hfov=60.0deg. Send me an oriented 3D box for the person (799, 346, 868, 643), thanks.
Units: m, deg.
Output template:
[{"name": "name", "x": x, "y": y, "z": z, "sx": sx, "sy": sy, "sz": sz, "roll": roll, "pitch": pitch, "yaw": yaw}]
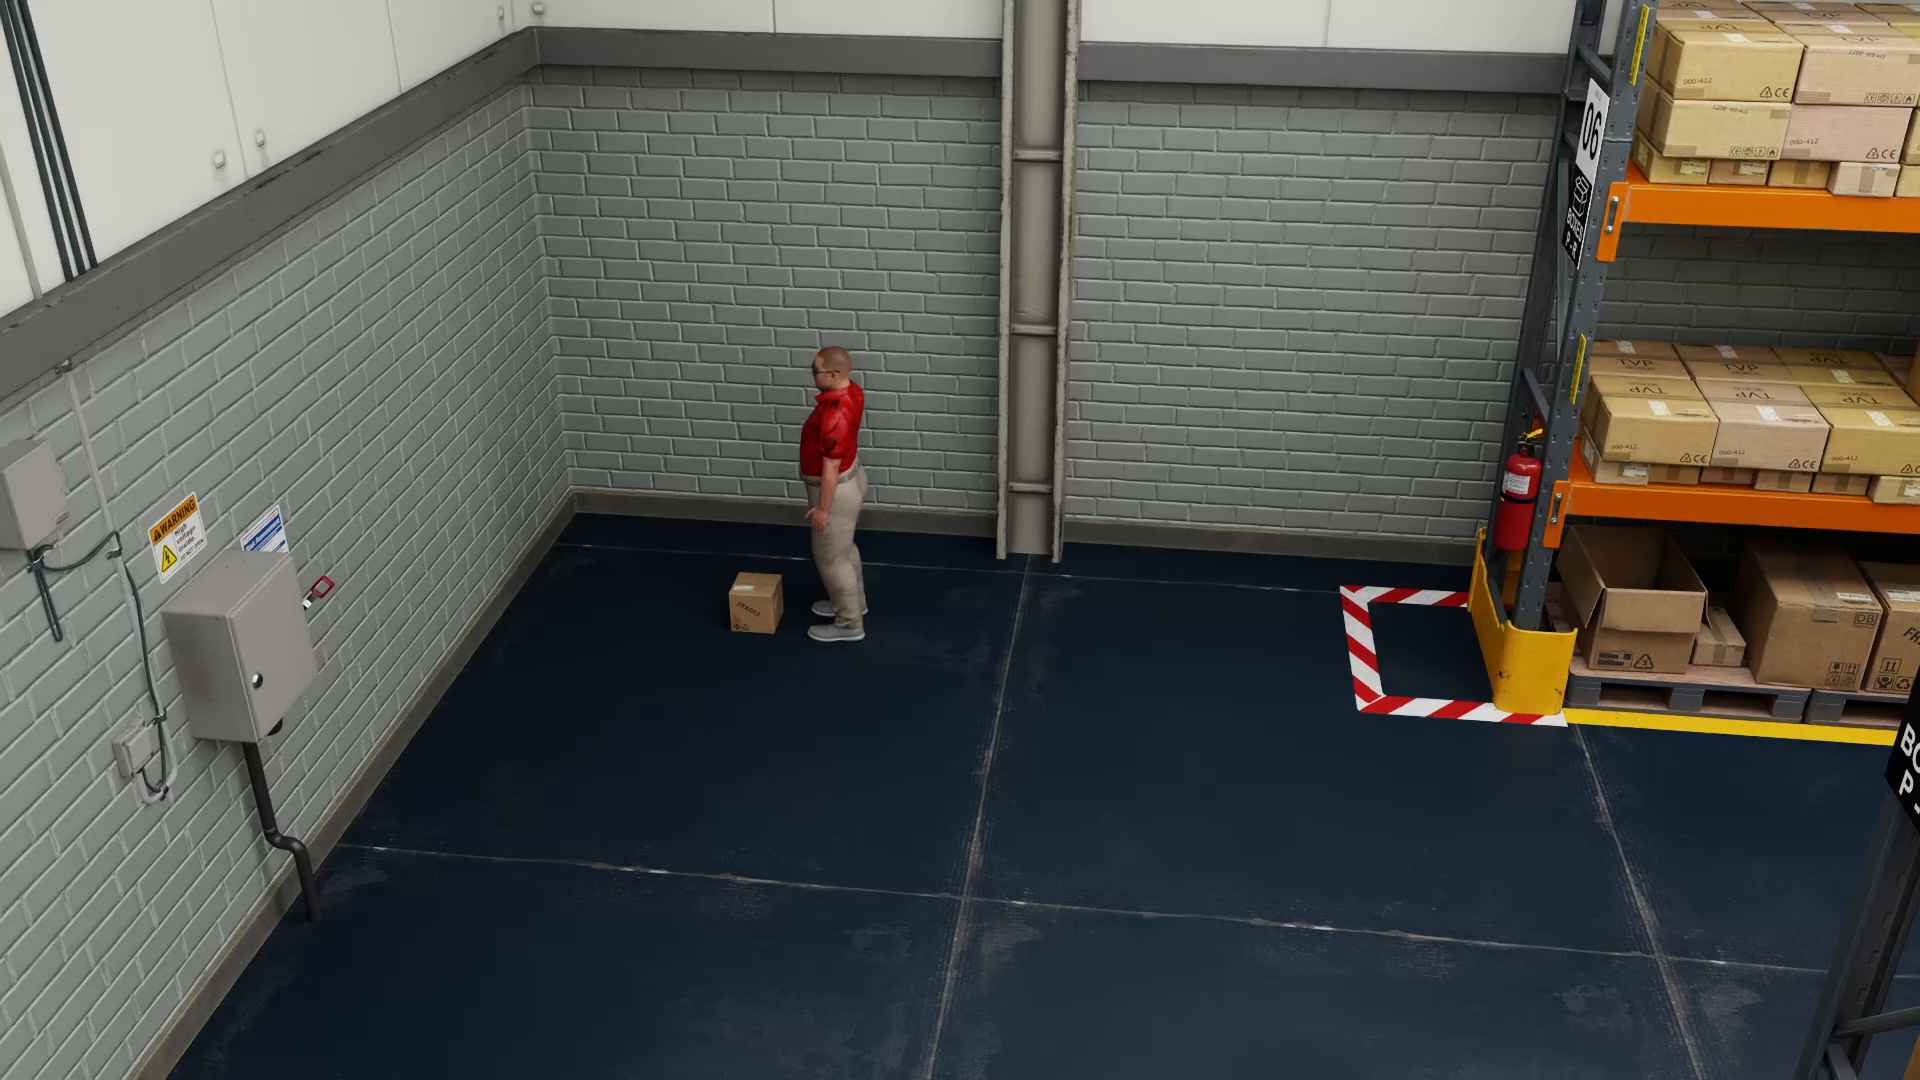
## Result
[{"name": "person", "x": -0.704, "y": -0.256, "z": 9.124, "sx": 0.366, "sy": 1.725, "sz": 0.527, "roll": 4, "pitch": 28, "yaw": 7}]
